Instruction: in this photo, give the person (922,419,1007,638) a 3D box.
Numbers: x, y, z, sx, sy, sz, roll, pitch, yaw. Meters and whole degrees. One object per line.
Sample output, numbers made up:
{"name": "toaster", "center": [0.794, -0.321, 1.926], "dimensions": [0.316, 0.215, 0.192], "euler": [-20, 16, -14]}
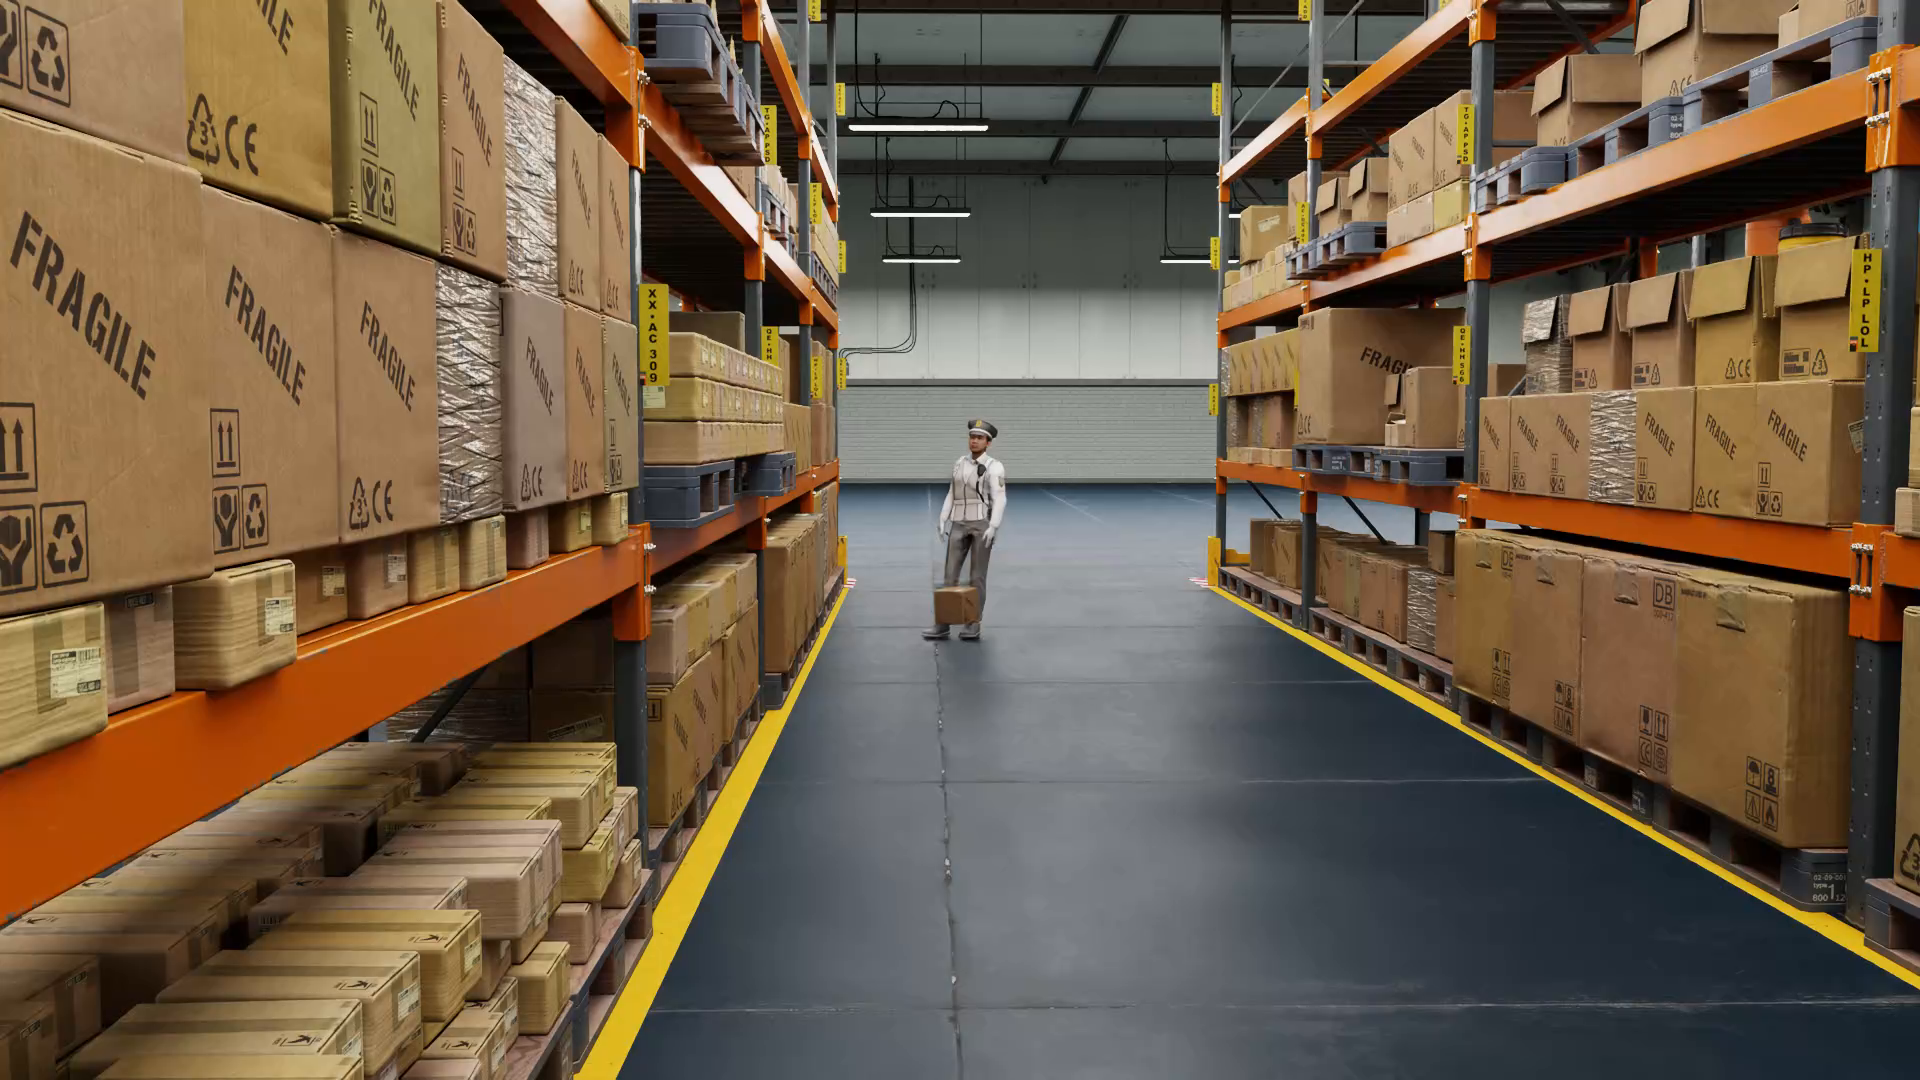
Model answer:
{"name": "person", "center": [0.059, -0.091, 12.957], "dimensions": [0.568, 1.696, 0.539], "euler": [2, 5, 32]}
